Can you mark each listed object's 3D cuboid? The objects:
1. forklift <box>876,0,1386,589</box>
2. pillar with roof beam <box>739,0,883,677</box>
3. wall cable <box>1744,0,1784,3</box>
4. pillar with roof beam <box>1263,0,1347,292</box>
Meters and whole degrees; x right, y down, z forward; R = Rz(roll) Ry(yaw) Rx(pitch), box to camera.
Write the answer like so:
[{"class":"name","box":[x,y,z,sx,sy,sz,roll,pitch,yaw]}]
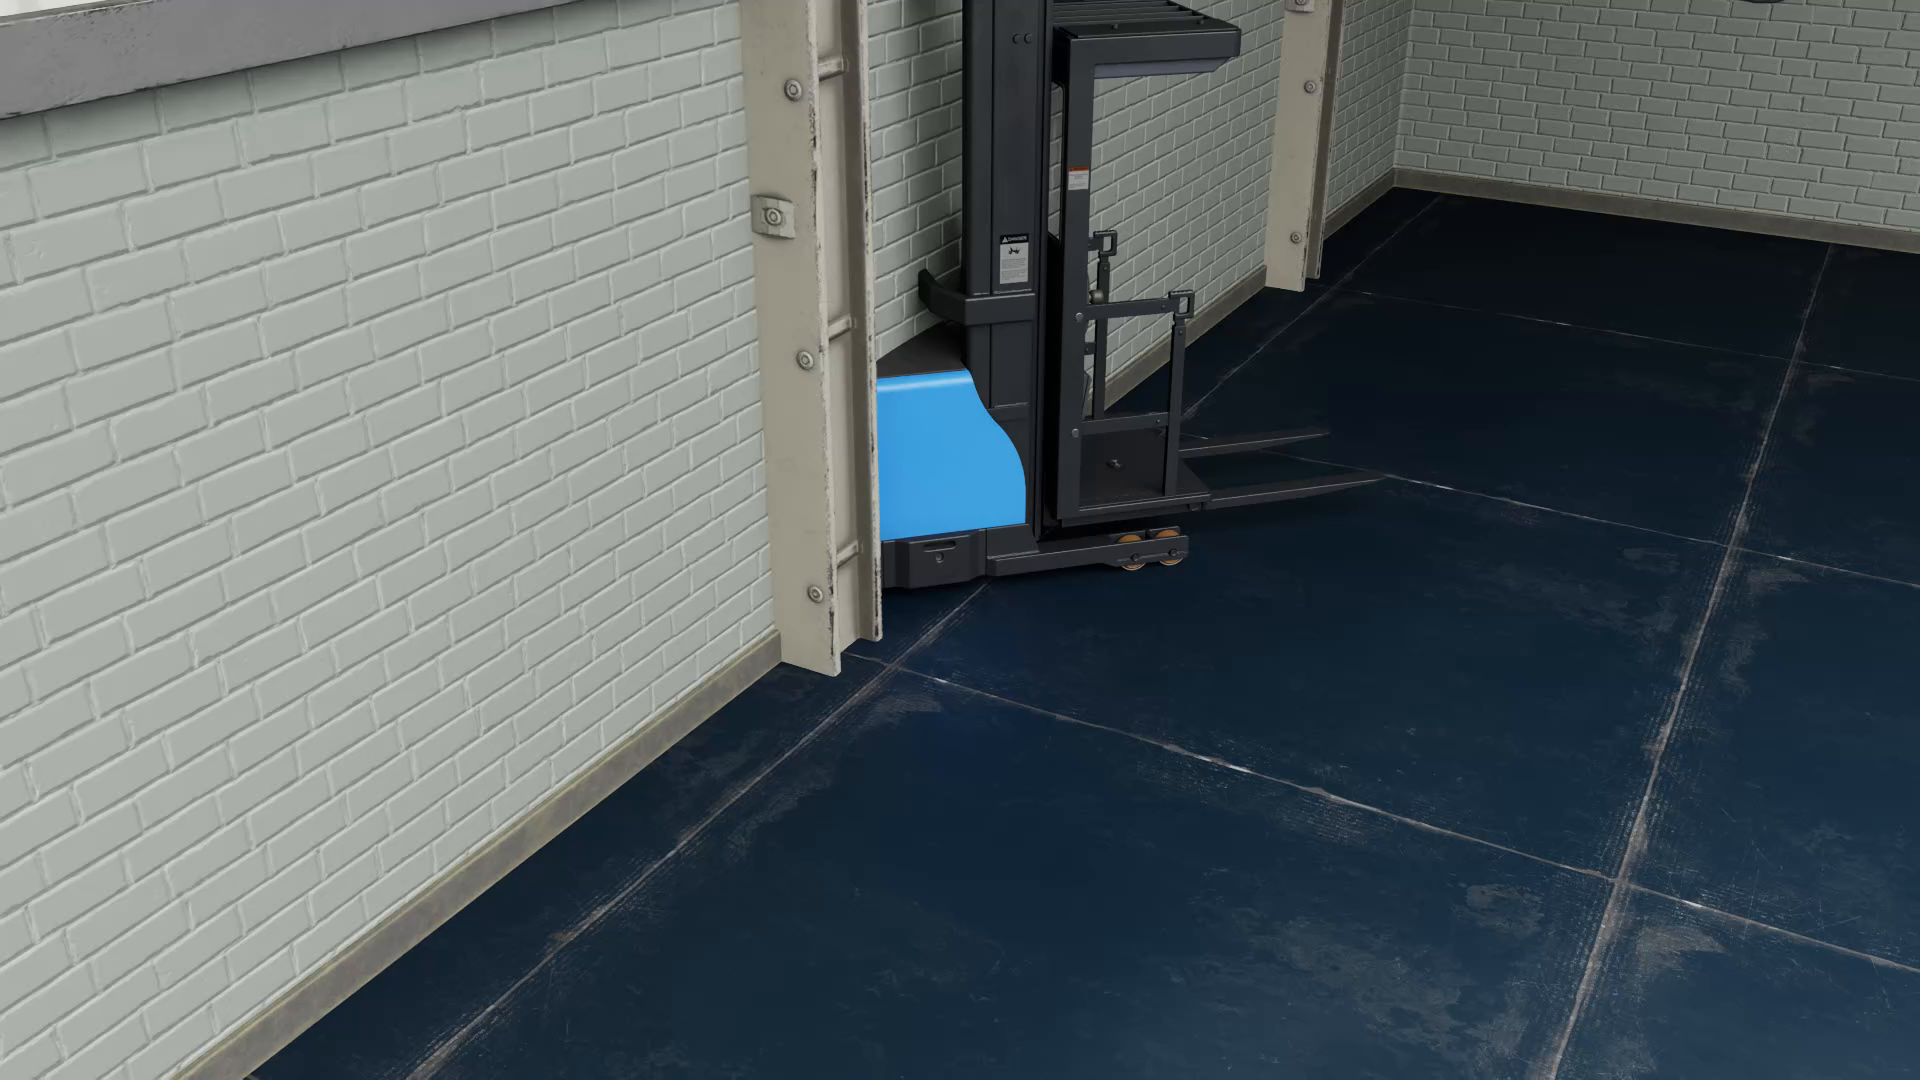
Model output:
[{"class":"forklift","box":[0.601,-1.386,7.744,3.031,2.935,1.130,-7,27,-14]},{"class":"pillar with roof beam","box":[3.176,-2.604,3.398,9.100,9.000,0.400,14,30,26]},{"class":"wall cable","box":[4.980,-5.358,12.370,3.097,2.526,0.112,14,30,26]},{"class":"pillar with roof beam","box":[6.128,-4.942,8.070,9.100,9.000,0.400,14,30,26]}]
